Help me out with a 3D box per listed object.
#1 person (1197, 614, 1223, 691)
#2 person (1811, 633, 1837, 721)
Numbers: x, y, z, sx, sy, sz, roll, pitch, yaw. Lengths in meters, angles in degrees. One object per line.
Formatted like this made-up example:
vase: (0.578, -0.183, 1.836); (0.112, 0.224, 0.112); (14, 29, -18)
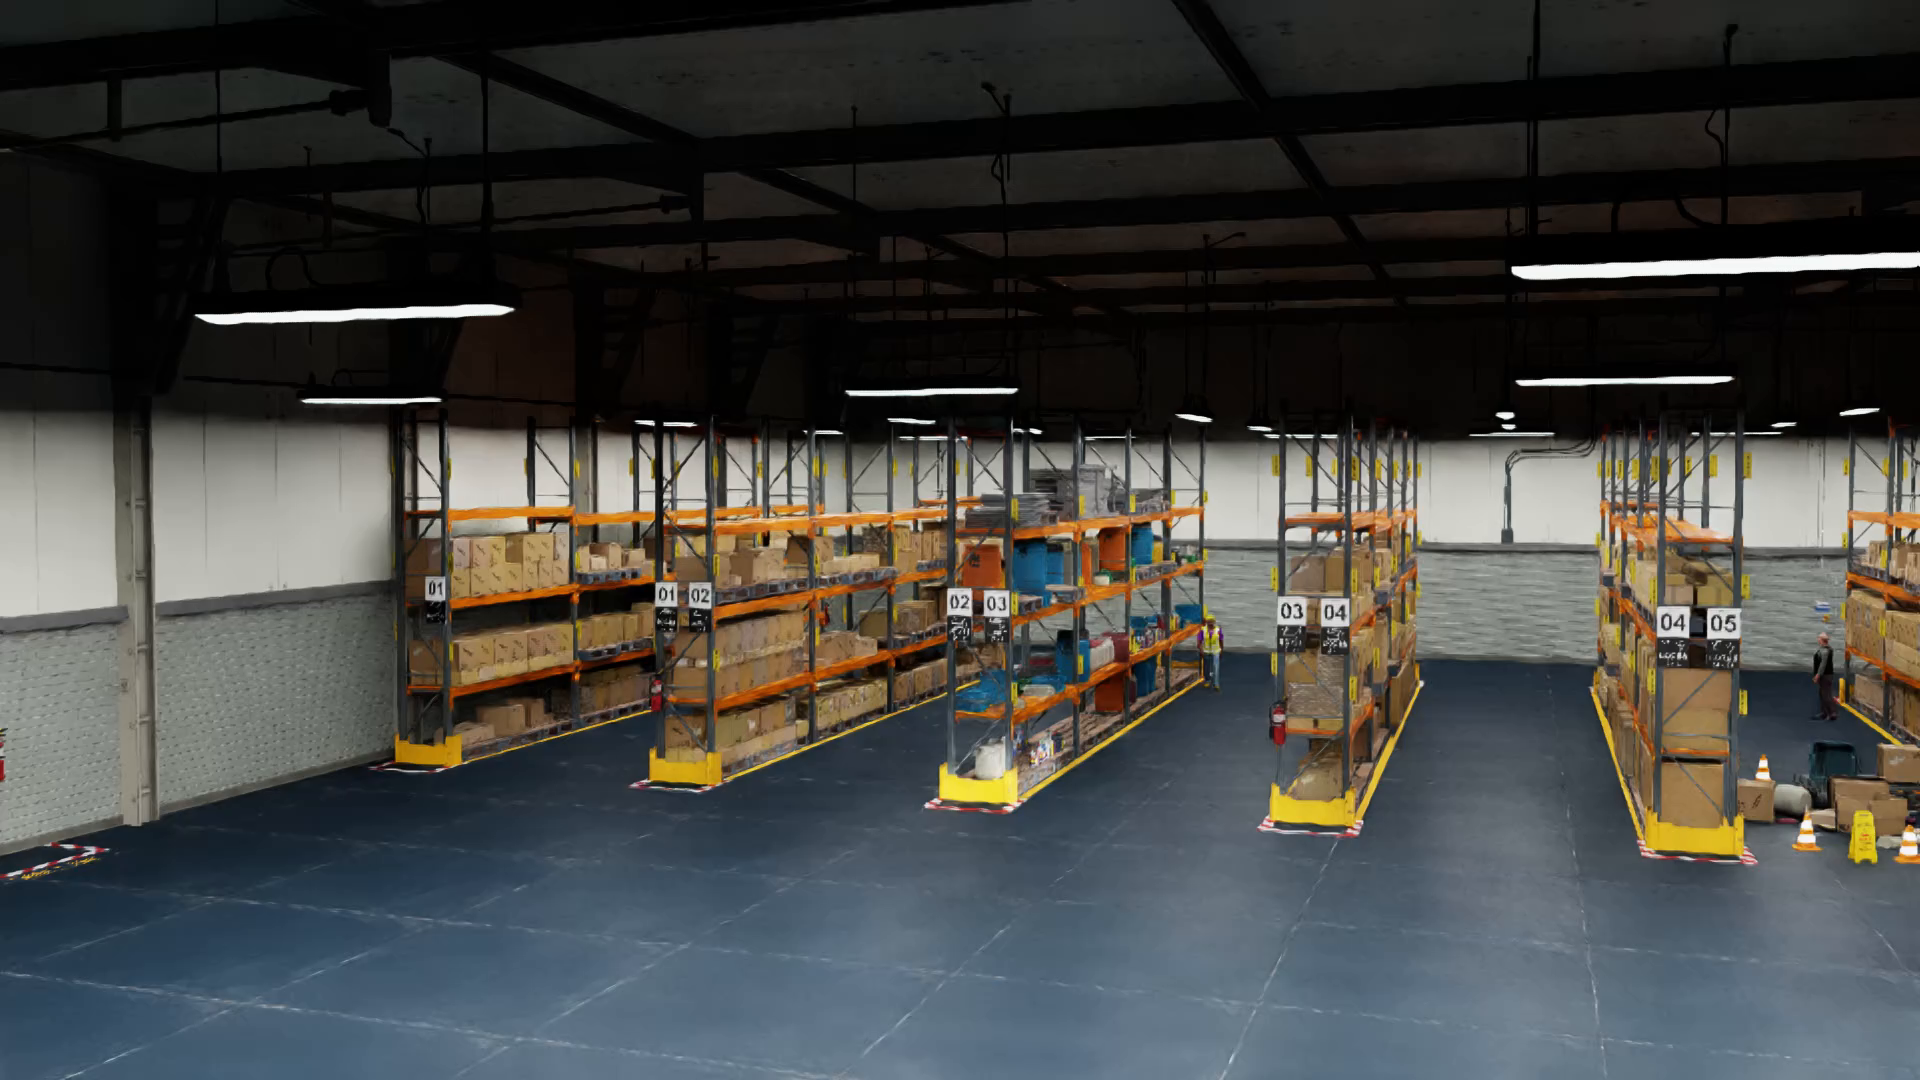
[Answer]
person: (5.665, 2.525, 37.661); (0.571, 1.708, 1.033); (0, 2, 10)
person: (17.217, 2.726, 33.093); (0.467, 1.749, 0.565); (1, 3, 29)
